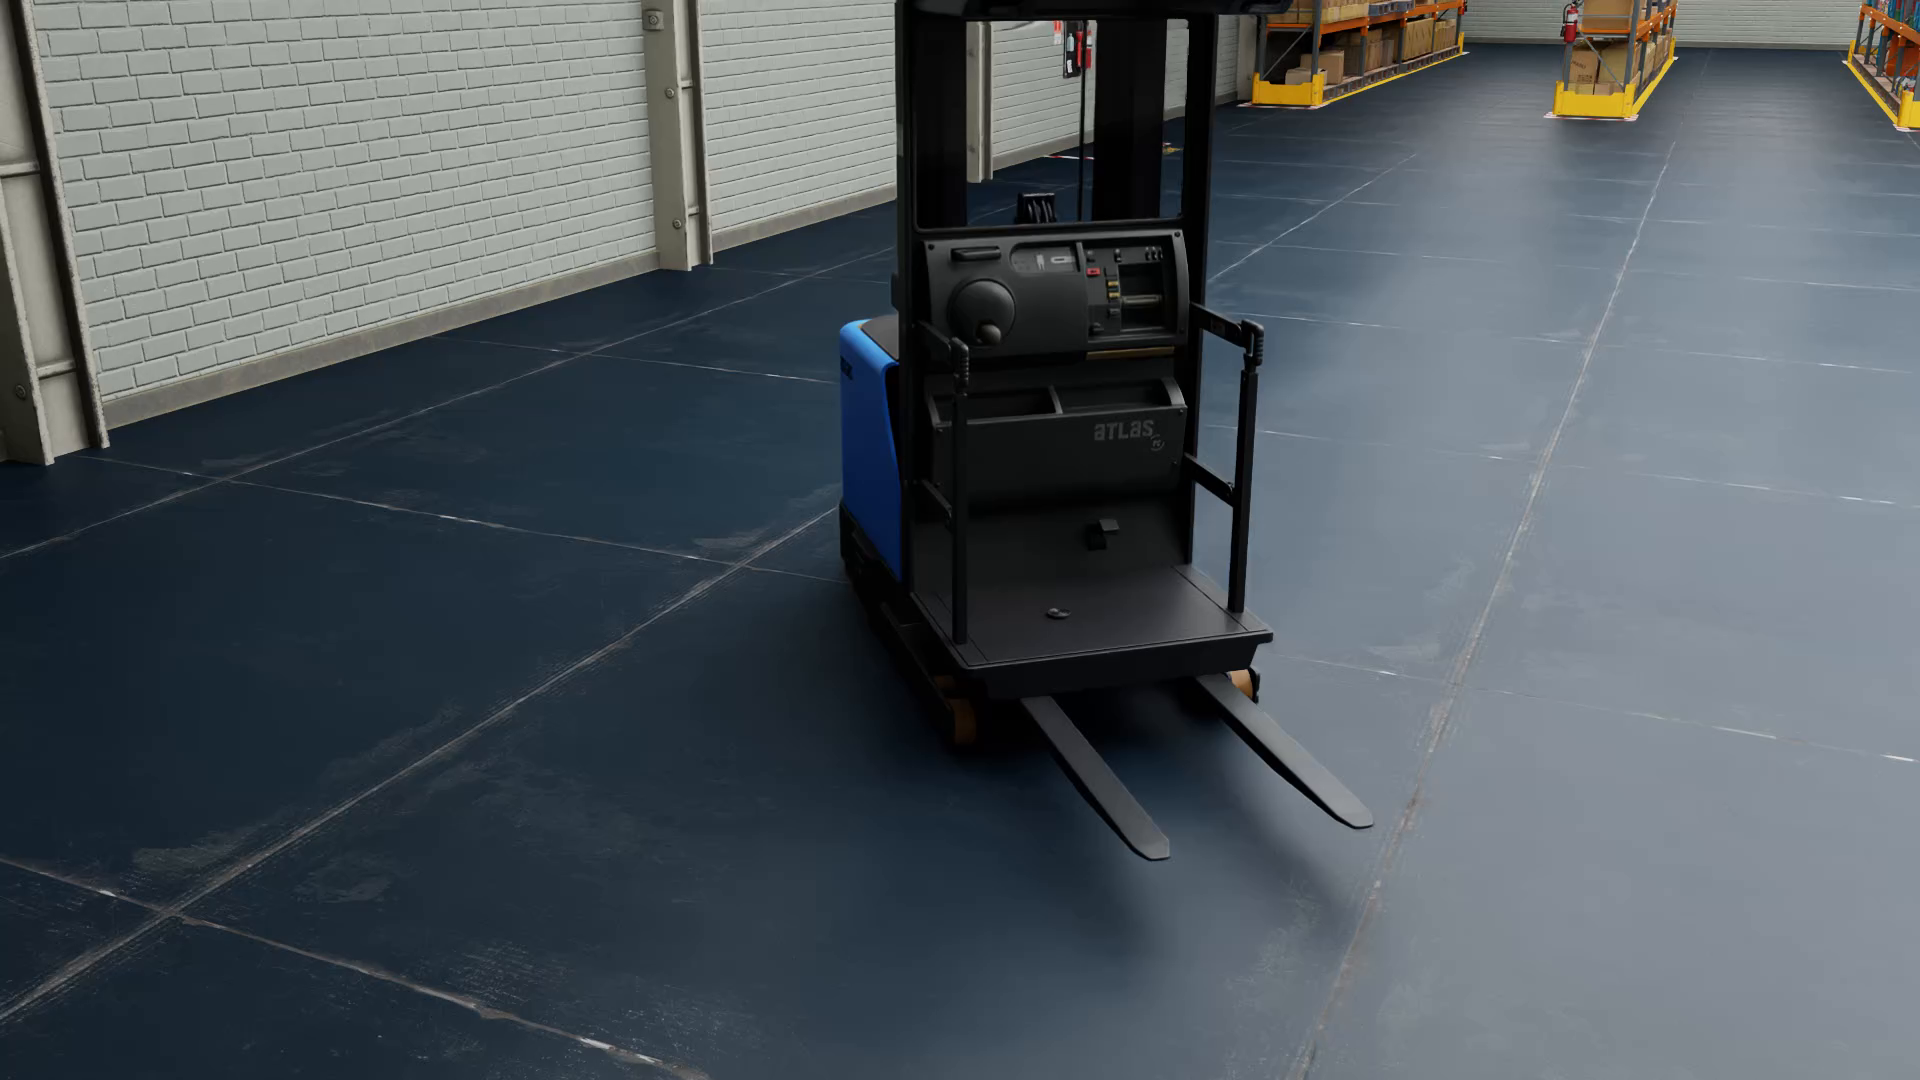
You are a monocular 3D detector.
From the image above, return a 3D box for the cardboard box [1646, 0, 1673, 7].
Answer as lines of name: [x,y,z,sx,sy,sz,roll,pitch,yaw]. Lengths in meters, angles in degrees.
cardboard box: [15.464,-12.037,36.689,0.500,0.500,0.500,9,22,24]

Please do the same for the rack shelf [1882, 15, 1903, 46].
rack shelf: [17.067,-9.017,29.421,1.077,0.370,4.000,9,21,23]

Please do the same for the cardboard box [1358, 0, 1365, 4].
cardboard box: [7.100,-10.056,30.343,0.500,0.500,0.500,8,21,22]

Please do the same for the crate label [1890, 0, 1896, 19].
crate label: [17.233,-9.718,30.264,0.502,0.435,0.616,9,21,23]

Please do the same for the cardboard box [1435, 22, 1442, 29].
cardboard box: [11.193,-12.170,39.347,0.380,0.149,0.250,9,22,25]

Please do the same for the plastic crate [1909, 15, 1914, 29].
plastic crate: [15.435,-8.269,26.559,0.450,0.188,0.662,9,21,23]

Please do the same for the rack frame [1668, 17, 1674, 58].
rack frame: [16.645,-13.094,39.811,1.000,3.000,0.127,9,21,23]

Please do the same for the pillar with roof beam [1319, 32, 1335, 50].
pillar with roof beam: [11.454,-13.284,31.392,9.100,9.000,0.400,9,21,23]

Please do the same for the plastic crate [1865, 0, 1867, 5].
plastic crate: [20.276,-11.993,37.018,0.250,0.136,0.298,9,21,23]

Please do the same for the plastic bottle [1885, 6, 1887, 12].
plastic bottle: [18.021,-10.308,32.274,0.097,0.201,0.097,0,20,0]

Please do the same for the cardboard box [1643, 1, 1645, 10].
cardboard box: [12.697,-10.180,31.469,0.500,0.500,0.500,7,21,20]

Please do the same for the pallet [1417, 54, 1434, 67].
pallet: [10.239,-10.990,38.055,1.003,0.211,1.213,9,21,23]

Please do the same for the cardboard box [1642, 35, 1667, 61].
cardboard box: [15.066,-10.711,36.183,0.500,0.500,0.500,8,21,22]

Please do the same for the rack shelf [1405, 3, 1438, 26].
rack shelf: [9.667,-11.599,36.682,1.077,0.370,4.000,9,21,23]

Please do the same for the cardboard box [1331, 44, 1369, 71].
cardboard box: [7.662,-9.526,32.852,0.700,0.500,0.500,8,21,22]

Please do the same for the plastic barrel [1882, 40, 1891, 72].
plastic barrel: [18.534,-9.526,32.751,0.600,0.588,0.708,9,21,23]

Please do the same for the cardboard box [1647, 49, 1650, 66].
cardboard box: [12.548,-8.995,30.925,0.500,0.311,0.500,8,21,21]

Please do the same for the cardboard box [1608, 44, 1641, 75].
cardboard box: [11.324,-8.205,28.421,0.500,0.500,0.500,9,21,23]

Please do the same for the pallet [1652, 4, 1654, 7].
pallet: [14.580,-11.551,35.760,1.003,0.211,1.213,9,21,23]

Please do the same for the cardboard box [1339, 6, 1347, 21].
cardboard box: [6.475,-9.241,29.172,0.500,0.250,0.500,8,21,22]

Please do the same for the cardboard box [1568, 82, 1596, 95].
cardboard box: [10.043,-7.310,27.023,0.500,0.250,0.500,9,21,23]

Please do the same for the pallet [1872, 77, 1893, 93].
pallet: [17.534,-8.422,30.836,1.003,0.211,1.213,9,21,23]

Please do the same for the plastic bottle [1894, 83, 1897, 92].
plastic bottle: [15.676,-7.565,27.785,0.097,0.201,0.097,0,20,0]

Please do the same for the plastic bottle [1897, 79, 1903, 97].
plastic bottle: [15.356,-7.380,27.141,0.061,0.283,0.133,10,22,25]

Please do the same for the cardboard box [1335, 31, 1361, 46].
cardboard box: [7.674,-9.849,32.642,0.500,0.250,0.500,8,21,22]

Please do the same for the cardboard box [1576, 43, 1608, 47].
cardboard box: [10.846,-8.277,28.623,0.500,0.500,0.500,9,21,23]

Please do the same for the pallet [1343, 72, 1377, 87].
pallet: [7.528,-9.029,32.541,1.003,0.211,1.213,9,21,23]

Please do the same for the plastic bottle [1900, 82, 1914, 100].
plastic bottle: [15.091,-7.141,26.480,0.152,0.276,0.135,9,21,23]

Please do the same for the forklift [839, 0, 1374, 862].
forklift: [0.397,-0.839,5.455,1.130,2.935,3.031,-6,20,-15]

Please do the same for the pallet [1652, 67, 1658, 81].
pallet: [13.709,-9.558,34.029,1.003,0.211,1.213,9,21,23]

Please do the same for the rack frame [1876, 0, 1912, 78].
rack frame: [17.886,-9.968,31.020,1.000,3.000,0.127,9,21,23]

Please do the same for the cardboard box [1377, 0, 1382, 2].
cardboard box: [7.926,-10.885,32.793,0.700,0.500,0.500,12,23,30]

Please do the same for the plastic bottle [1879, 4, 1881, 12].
plastic bottle: [18.685,-10.804,33.669,0.097,0.201,0.097,0,20,0]

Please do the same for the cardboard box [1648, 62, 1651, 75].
cardboard box: [12.960,-9.045,31.903,0.500,0.250,0.500,9,22,24]

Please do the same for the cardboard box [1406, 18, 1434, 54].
cardboard box: [10.339,-11.518,37.961,0.750,0.750,0.750,9,21,23]

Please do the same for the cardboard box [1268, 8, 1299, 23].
cardboard box: [5.587,-8.990,28.464,0.500,0.250,0.500,9,21,23]

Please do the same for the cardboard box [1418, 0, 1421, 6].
cardboard box: [9.927,-11.837,36.620,0.380,0.149,0.250,9,22,24]

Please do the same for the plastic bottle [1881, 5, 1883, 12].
plastic bottle: [18.441,-10.655,33.144,0.097,0.271,0.097,0,20,0]

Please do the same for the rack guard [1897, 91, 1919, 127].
rack guard: [14.599,-6.374,24.646,1.175,0.500,0.348,9,21,23]

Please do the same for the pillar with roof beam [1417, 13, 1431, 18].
pillar with roof beam: [16.368,-16.952,41.707,9.100,9.000,0.400,9,21,23]

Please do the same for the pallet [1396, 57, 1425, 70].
pallet: [9.741,-10.615,37.003,1.003,0.211,1.213,9,21,23]

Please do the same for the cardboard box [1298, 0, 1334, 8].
cardboard box: [6.042,-9.278,28.156,0.500,0.500,0.500,9,21,23]

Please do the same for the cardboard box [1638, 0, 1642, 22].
cardboard box: [11.345,-9.174,28.639,0.700,0.500,0.500,8,21,22]

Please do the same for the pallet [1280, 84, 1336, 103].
pallet: [5.968,-7.834,29.183,1.003,0.211,1.213,9,21,23]

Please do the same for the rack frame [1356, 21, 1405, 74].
rack frame: [8.848,-11.327,34.842,1.000,3.000,0.127,9,21,23]

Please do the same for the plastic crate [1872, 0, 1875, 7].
plastic crate: [19.404,-11.401,34.984,0.392,0.384,0.575,9,21,23]

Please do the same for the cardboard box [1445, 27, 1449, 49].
cardboard box: [11.519,-12.258,40.564,0.700,0.500,0.500,8,21,21]

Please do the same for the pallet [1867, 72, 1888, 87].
pallet: [18.171,-8.900,32.181,1.003,0.211,1.213,9,21,23]

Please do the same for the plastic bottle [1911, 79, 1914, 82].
plastic bottle: [15.590,-7.416,27.260,0.097,0.271,0.097,0,20,0]

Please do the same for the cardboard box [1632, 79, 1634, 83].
cardboard box: [10.922,-7.545,27.684,0.500,0.250,0.500,9,21,23]

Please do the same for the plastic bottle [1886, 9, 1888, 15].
plastic bottle: [17.821,-10.159,31.856,0.097,0.201,0.097,0,20,0]
